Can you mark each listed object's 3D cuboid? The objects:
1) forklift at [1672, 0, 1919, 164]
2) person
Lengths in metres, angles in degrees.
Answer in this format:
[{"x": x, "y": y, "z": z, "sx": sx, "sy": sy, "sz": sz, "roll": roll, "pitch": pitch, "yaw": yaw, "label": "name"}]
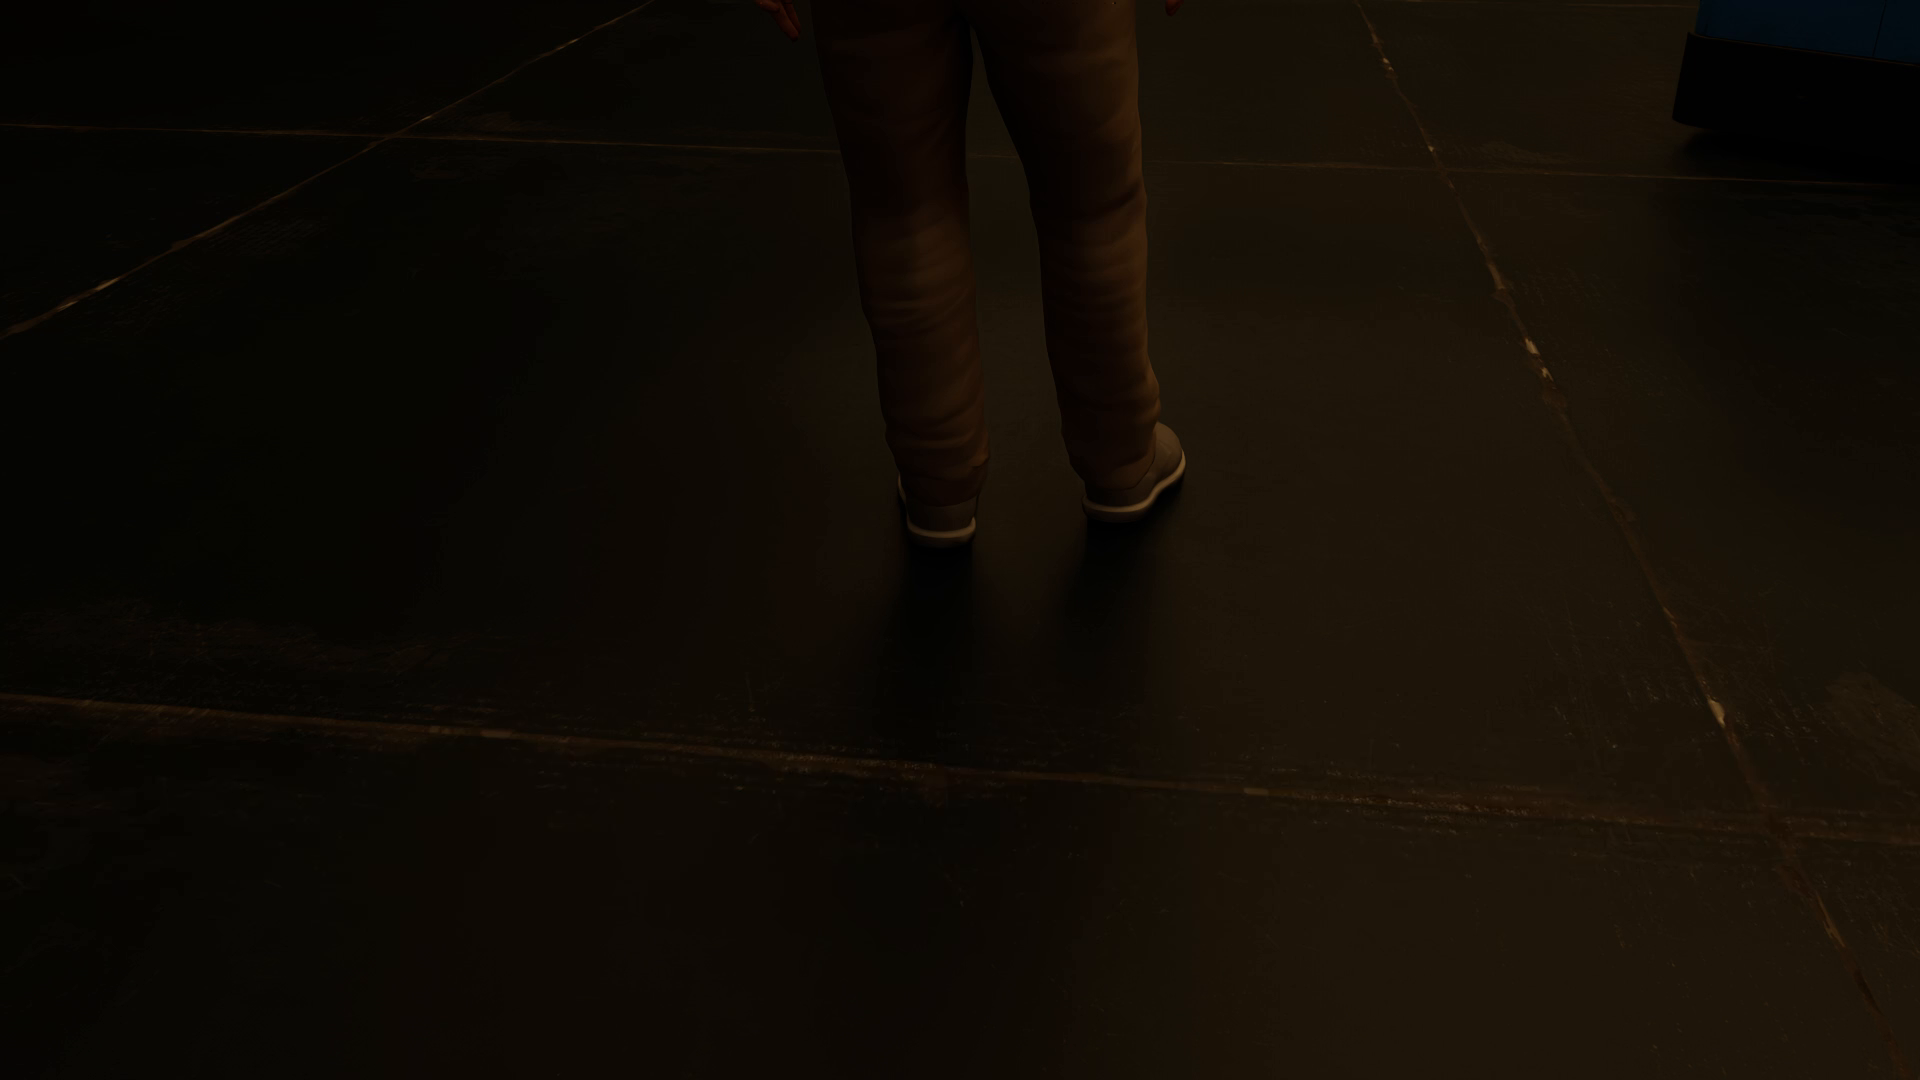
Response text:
[{"x": 3.453, "y": -2.731, "z": 4.691, "sx": 3.031, "sy": 2.935, "sz": 1.130, "roll": -23, "pitch": 34, "yaw": -38, "label": "forklift"}, {"x": 0.023, "y": -0.819, "z": 2.189, "sx": 0.642, "sy": 1.727, "sz": 0.550, "roll": 3, "pitch": 27, "yaw": 7, "label": "person"}]
